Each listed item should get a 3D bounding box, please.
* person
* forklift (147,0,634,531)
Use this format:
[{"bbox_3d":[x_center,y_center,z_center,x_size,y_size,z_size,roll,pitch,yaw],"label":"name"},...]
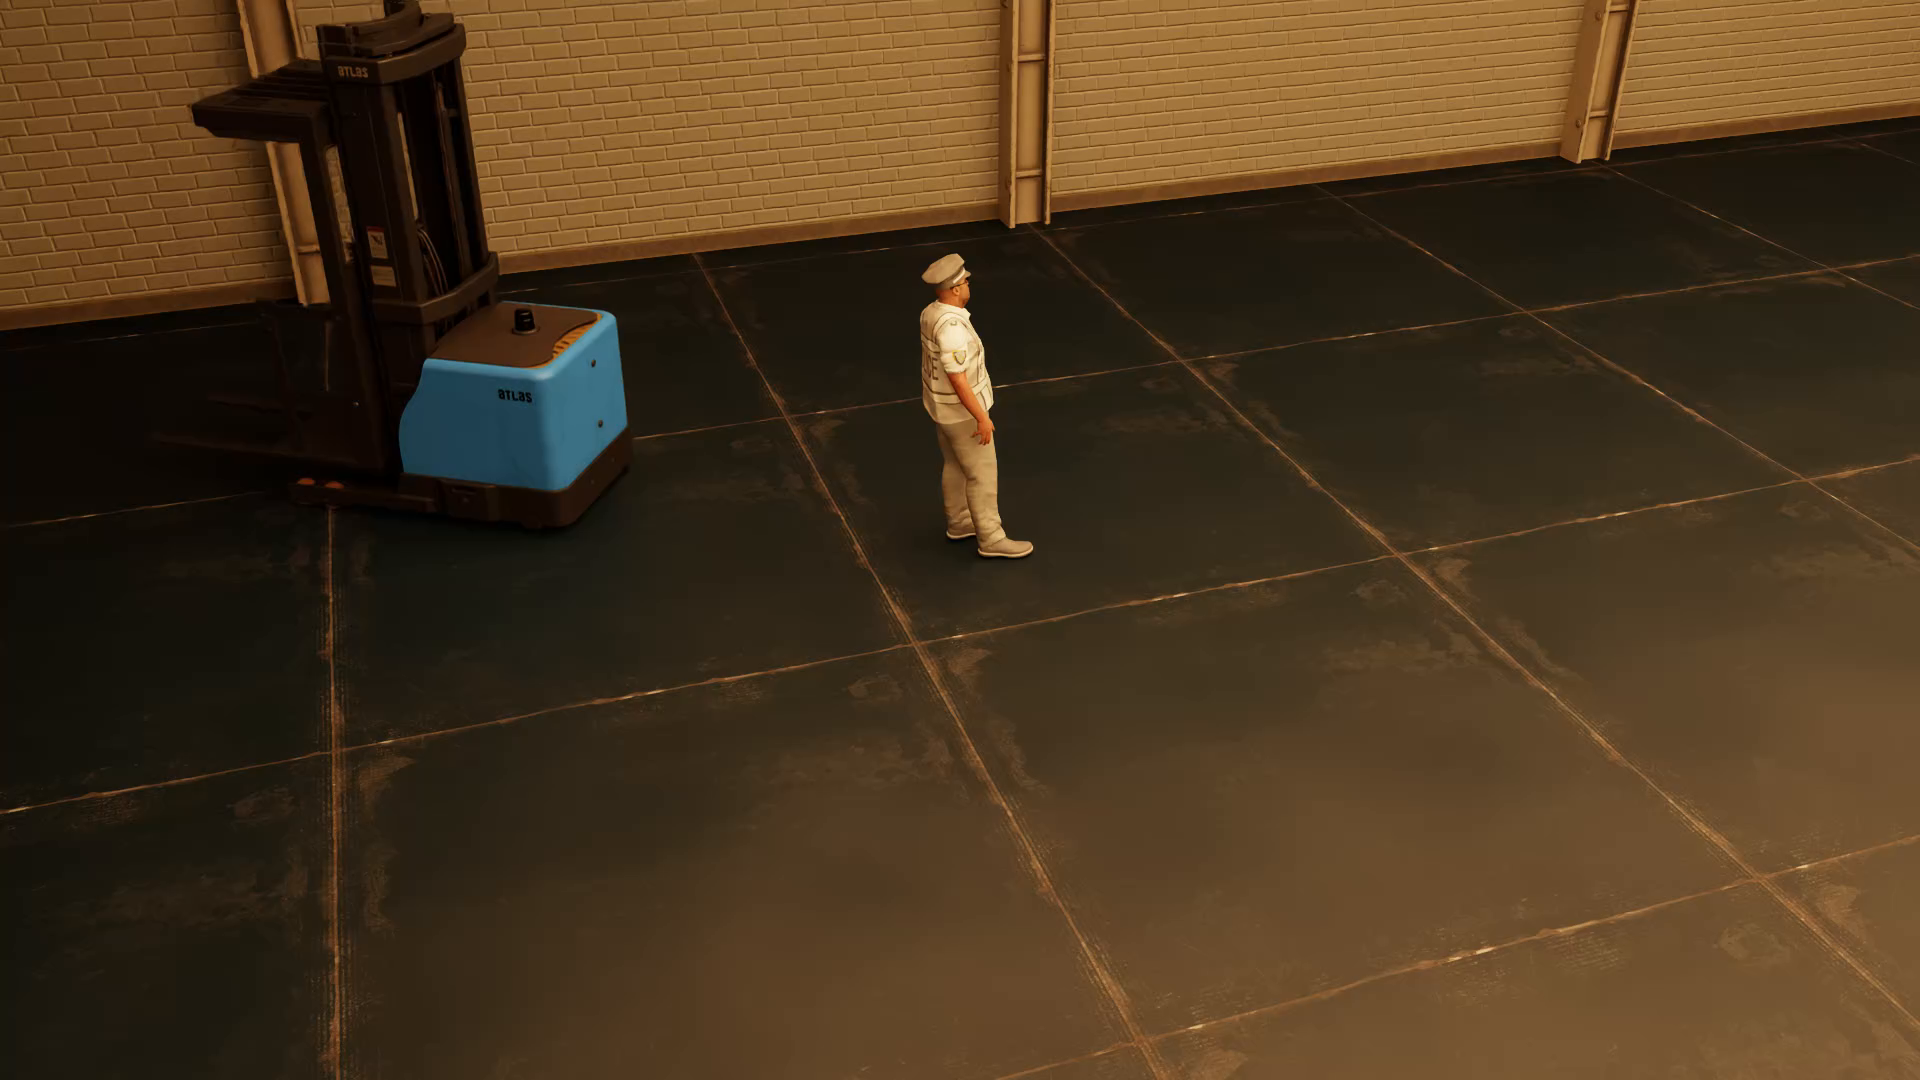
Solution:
[{"bbox_3d":[0.077,-0.785,9.589,0.575,1.781,0.640,-10,31,-16],"label":"person"},{"bbox_3d":[-3.697,-1.712,10.063,3.031,2.935,1.130,7,31,12],"label":"forklift"}]
